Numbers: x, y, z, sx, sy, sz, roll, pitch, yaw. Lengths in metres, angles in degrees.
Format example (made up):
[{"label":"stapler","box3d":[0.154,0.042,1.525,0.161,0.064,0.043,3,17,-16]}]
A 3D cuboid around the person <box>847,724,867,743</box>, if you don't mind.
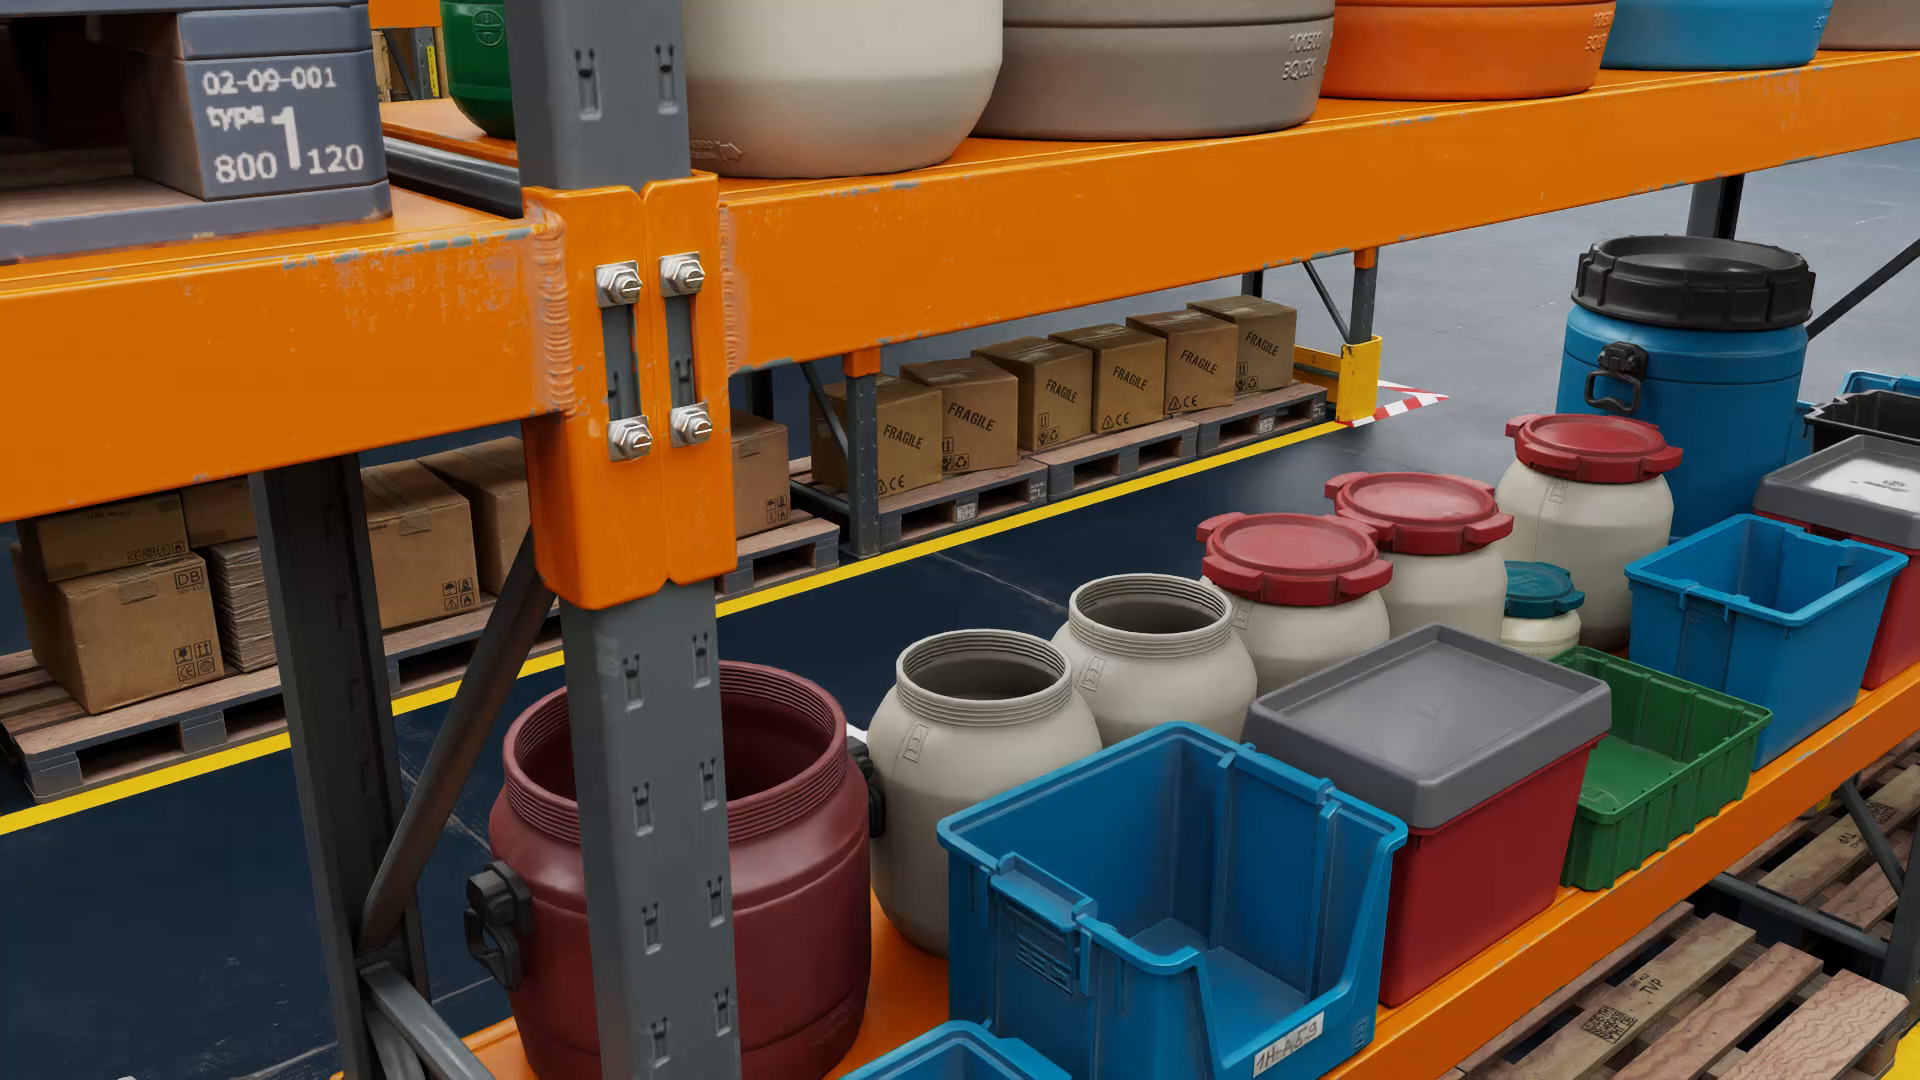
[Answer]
[{"label":"person","box3d":[-0.450,0.861,4.930,0.901,1.001,0.588,-17,27,-38]}]
